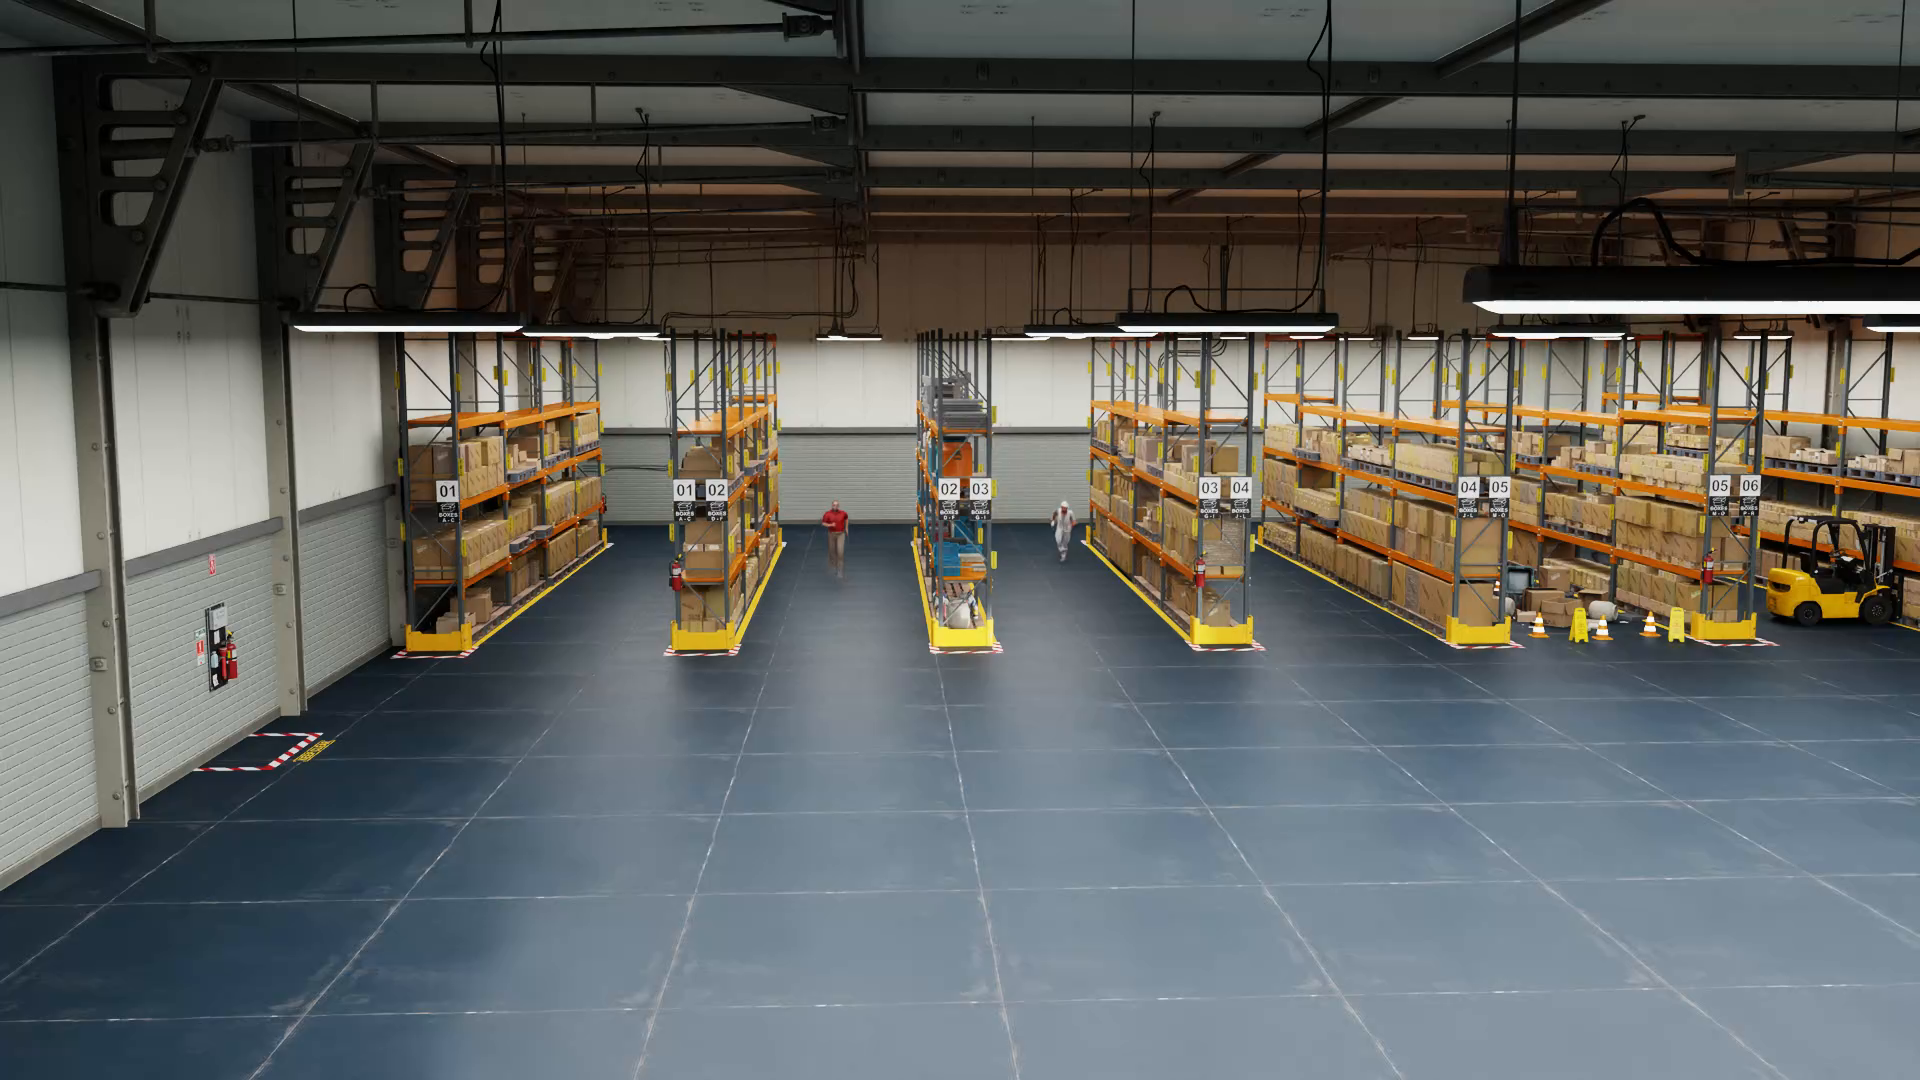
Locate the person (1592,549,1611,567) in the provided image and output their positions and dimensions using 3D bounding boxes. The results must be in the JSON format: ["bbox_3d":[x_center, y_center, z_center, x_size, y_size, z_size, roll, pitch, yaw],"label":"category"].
[{"bbox_3d":[16.064,0.038,41.530,0.574,1.617,0.955,-1,7,-9],"label":"person"}]

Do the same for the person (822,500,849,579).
[{"bbox_3d":[-2.932,-0.030,39.183,0.622,1.821,0.847,-1,7,-5],"label":"person"}]

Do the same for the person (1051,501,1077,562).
[{"bbox_3d":[2.746,-0.262,43.851,0.706,1.605,1.090,1,7,9],"label":"person"}]
